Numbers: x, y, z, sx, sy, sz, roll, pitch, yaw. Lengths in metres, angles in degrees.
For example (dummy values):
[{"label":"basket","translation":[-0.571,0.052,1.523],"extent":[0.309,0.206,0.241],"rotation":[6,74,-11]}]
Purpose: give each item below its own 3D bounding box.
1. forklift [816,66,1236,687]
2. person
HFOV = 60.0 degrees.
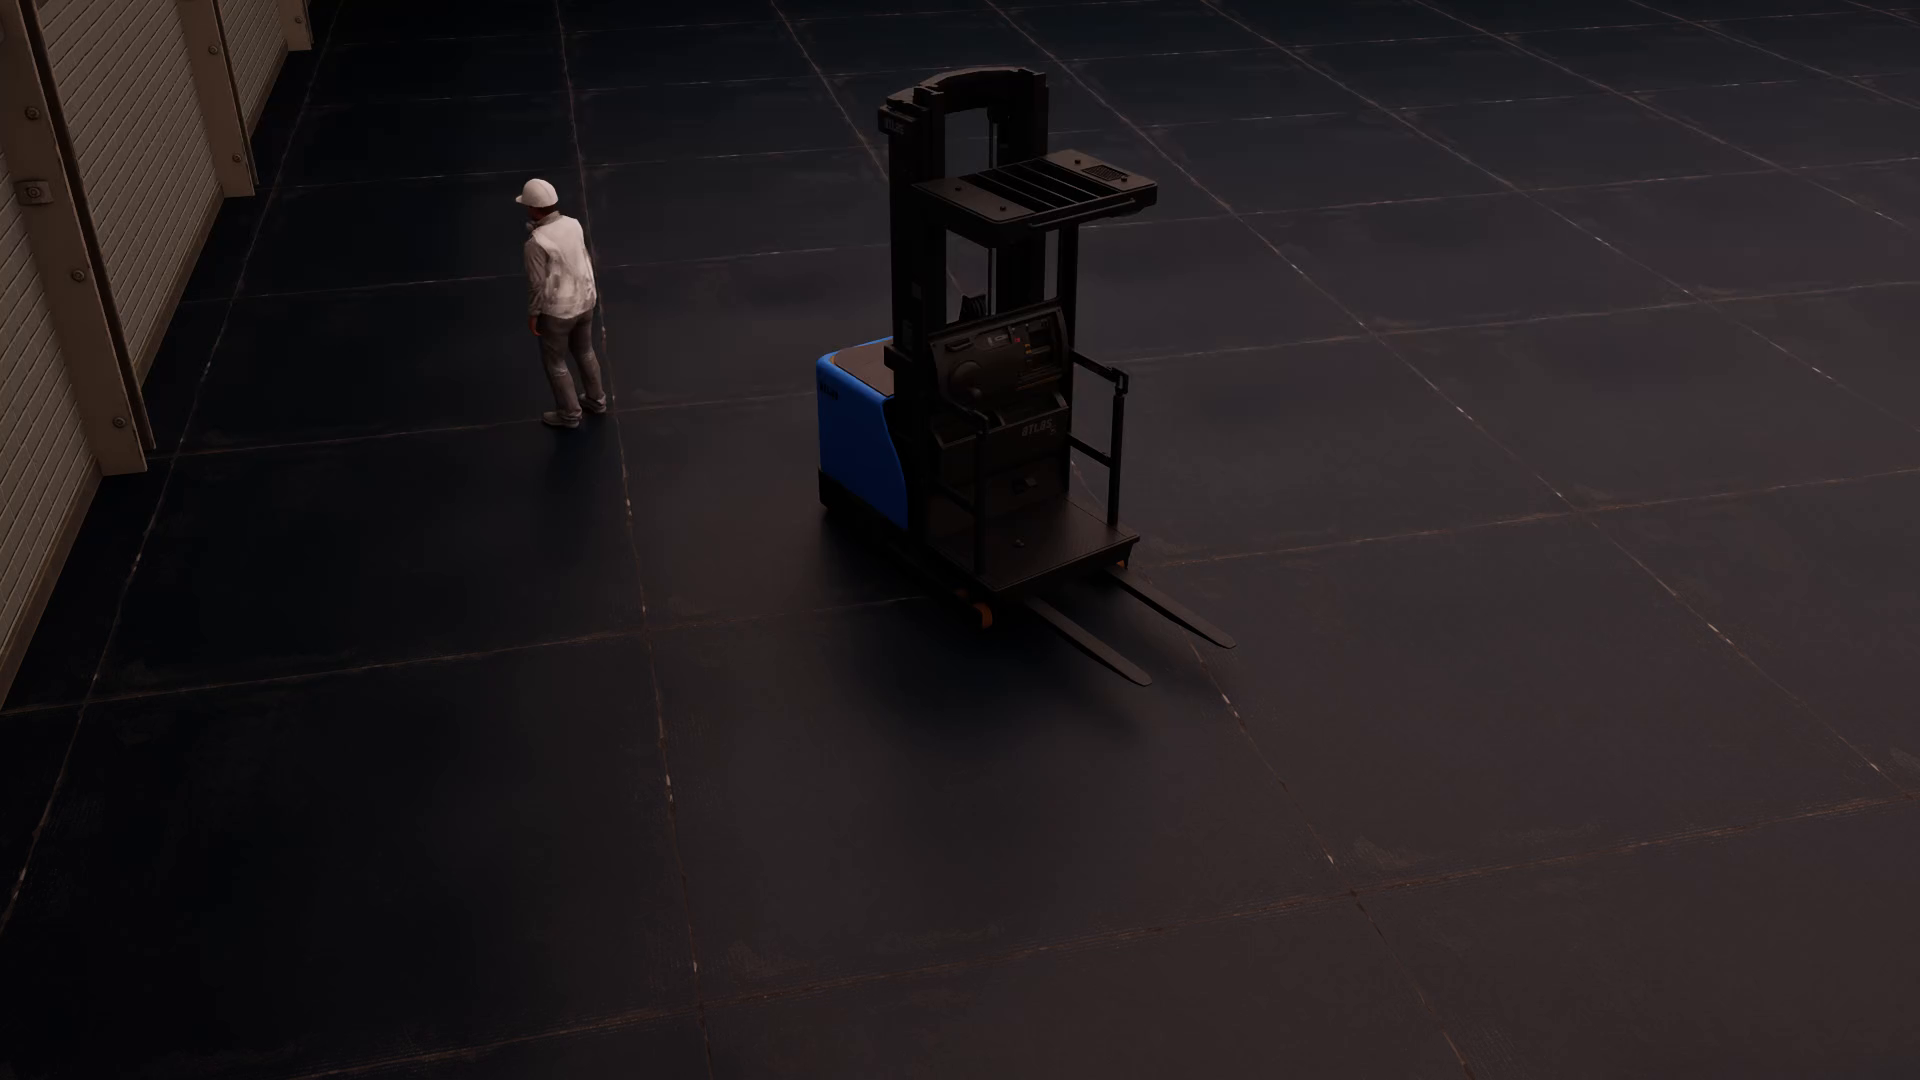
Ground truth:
[{"label":"forklift","translation":[0.355,-1.021,9.338],"extent":[1.130,2.935,3.031],"rotation":[-20,35,-30]},{"label":"person","translation":[-2.774,-1.642,11.568],"extent":[0.457,1.773,0.594],"rotation":[17,34,27]}]
